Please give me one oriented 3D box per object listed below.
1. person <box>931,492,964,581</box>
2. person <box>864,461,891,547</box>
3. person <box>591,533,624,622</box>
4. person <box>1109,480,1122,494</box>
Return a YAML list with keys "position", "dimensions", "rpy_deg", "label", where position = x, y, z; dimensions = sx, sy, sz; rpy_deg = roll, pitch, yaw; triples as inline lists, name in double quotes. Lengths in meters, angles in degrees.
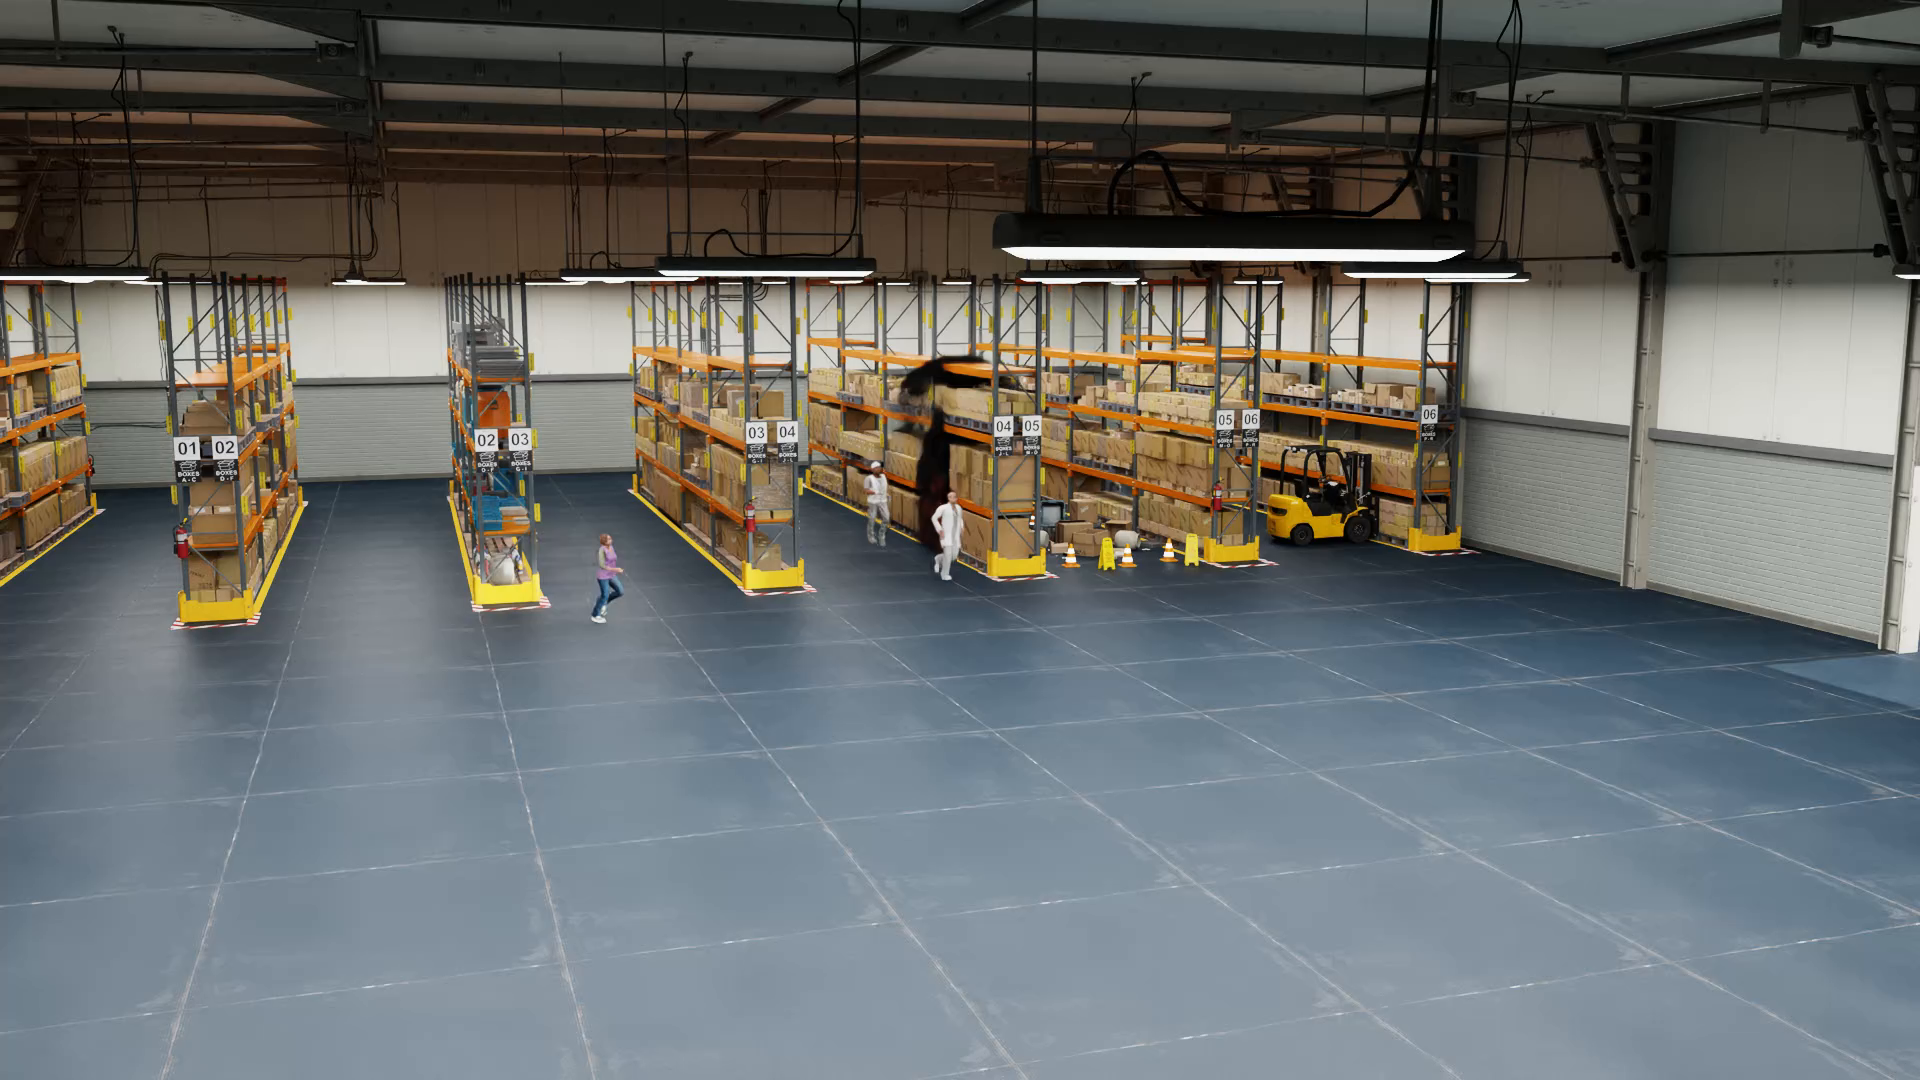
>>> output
- position: [-0.220, -0.092, 33.026]
  dimensions: [0.756, 1.726, 0.722]
  rpy_deg: [-6, 11, -37]
  label: "person"
- position: [-1.725, -0.751, 35.335]
  dimensions: [0.657, 1.833, 0.680]
  rpy_deg: [-5, 10, -29]
  label: "person"
- position: [-6.058, 0.643, 28.672]
  dimensions: [0.677, 1.554, 0.563]
  rpy_deg: [3, 9, 20]
  label: "person"
- position: [4.217, -1.953, 45.537]
  dimensions: [0.585, 1.709, 1.067]
  rpy_deg: [-3, 9, -20]
  label: "person"
